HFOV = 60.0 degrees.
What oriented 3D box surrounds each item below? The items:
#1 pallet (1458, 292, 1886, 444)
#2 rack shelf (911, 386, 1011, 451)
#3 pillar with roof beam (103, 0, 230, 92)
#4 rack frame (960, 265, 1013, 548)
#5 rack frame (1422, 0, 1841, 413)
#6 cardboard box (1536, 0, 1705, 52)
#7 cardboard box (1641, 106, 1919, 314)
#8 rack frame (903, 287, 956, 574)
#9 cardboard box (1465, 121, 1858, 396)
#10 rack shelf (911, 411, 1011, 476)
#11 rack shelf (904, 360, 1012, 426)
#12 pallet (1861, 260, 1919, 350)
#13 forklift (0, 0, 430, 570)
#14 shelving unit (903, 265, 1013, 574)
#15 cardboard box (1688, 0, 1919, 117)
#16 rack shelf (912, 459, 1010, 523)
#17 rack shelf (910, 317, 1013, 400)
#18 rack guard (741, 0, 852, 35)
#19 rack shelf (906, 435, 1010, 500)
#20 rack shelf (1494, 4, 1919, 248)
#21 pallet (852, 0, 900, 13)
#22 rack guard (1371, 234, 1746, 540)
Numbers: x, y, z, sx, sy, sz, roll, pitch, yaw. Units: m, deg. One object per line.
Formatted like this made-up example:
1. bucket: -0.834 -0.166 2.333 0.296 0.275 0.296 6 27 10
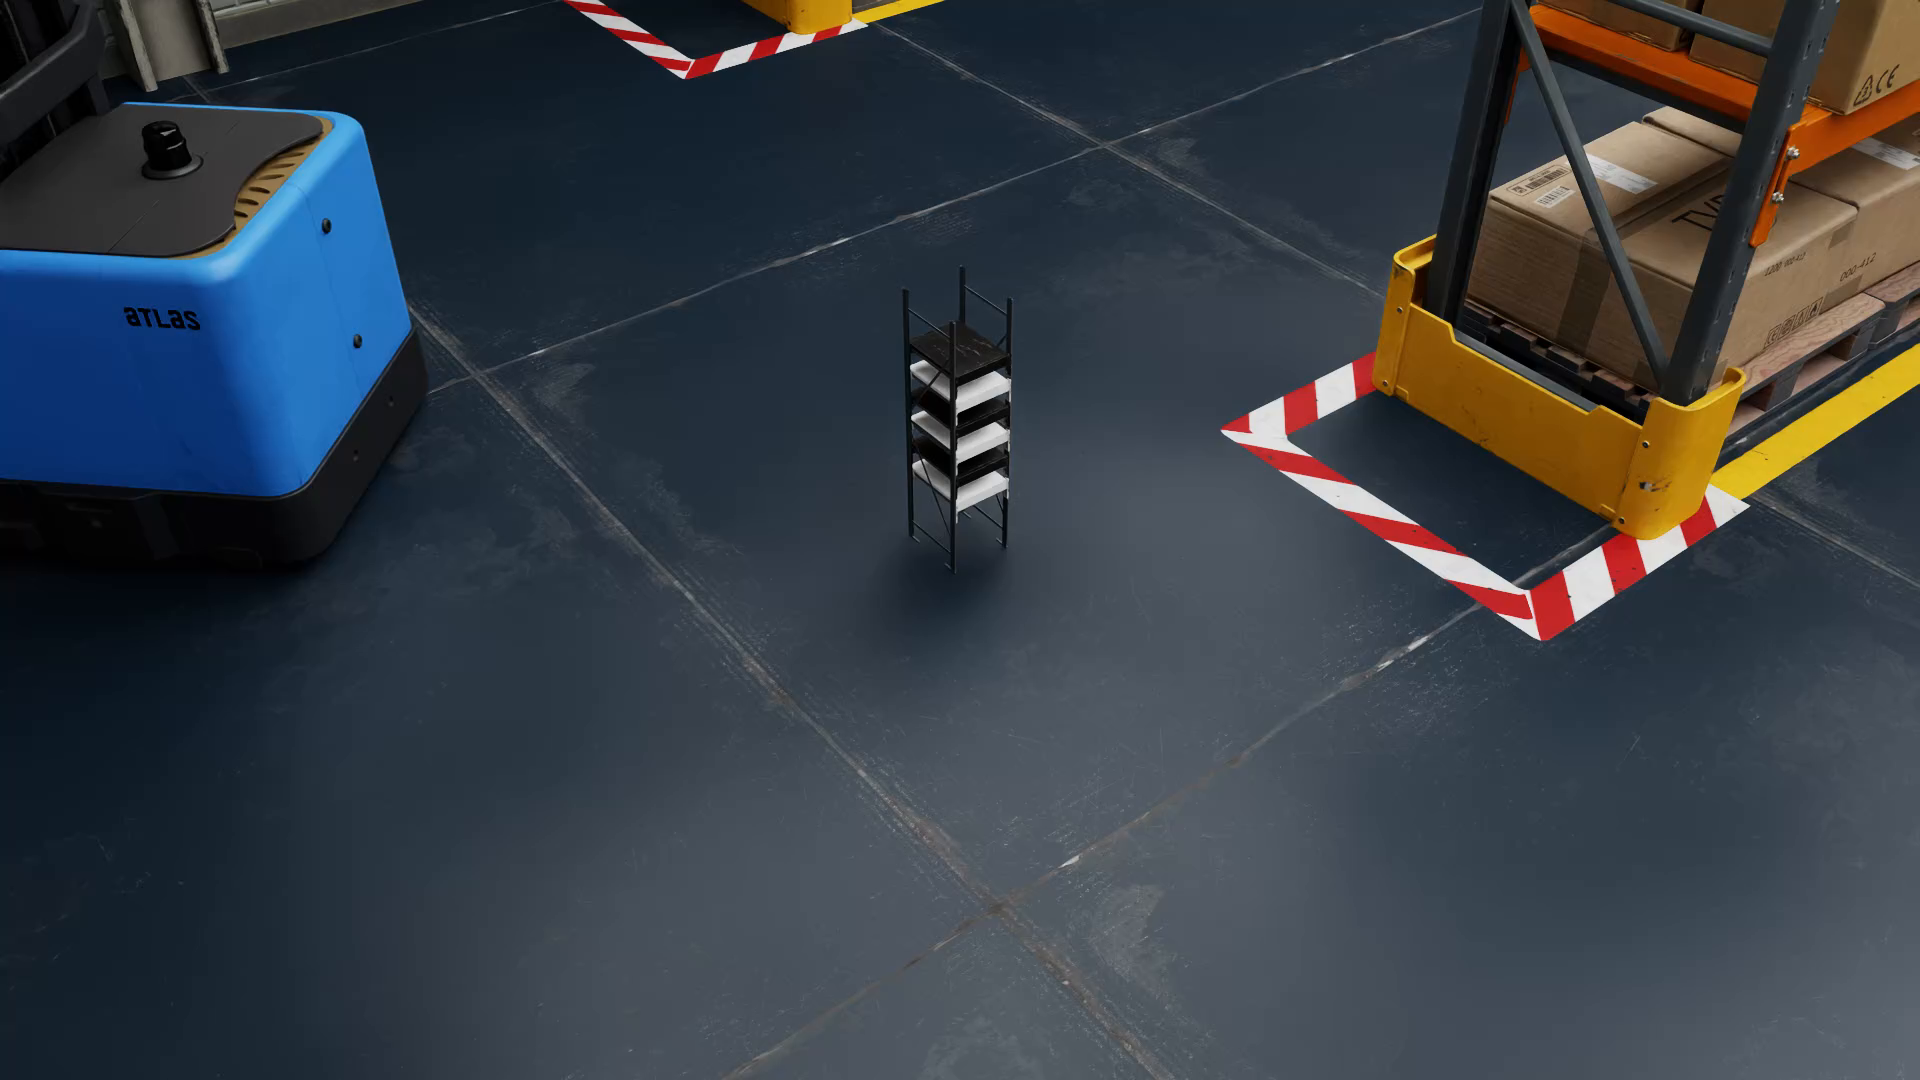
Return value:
1. pallet: 2.538 -0.781 6.036 1.213 0.211 1.003 -26 46 -28
2. rack shelf: -0.006 -0.389 4.925 0.200 0.077 0.258 -26 46 -28
3. pillar with roof beam: -1.139 -3.572 2.509 0.400 9.000 9.100 -26 46 -28
4. rack frame: 0.074 -0.384 5.009 0.006 0.900 0.240 -26 46 -28
5. rack frame: 1.952 -1.511 4.727 0.127 3.000 1.000 -26 46 -28
6. cardboard box: 2.173 -1.869 5.085 0.500 0.500 0.500 -26 46 -28
7. cardboard box: 3.135 -1.346 6.215 0.875 0.438 0.875 -25 45 -27
8. rack frame: -0.087 -0.305 4.913 0.006 0.900 0.240 -26 46 -28
9. cardboard box: 2.415 -0.988 5.779 0.875 0.438 0.875 -28 47 -29
10. rack shelf: -0.006 -0.319 4.982 0.200 0.077 0.258 -26 46 -28
11. rack shelf: -0.006 -0.458 4.868 0.200 0.077 0.258 -26 46 -28
12. pallet: 3.505 -1.250 6.608 1.213 0.211 1.003 -26 46 -28
13. forklift: -3.396 -1.439 4.693 3.031 2.935 1.130 4 40 5
14. shelving unit: -0.006 -0.345 4.961 0.210 0.900 0.258 -26 46 -28
15. cardboard box: 2.508 -1.591 4.745 0.500 0.500 0.500 -26 46 -28
16. rack shelf: -0.006 -0.180 5.096 0.200 0.077 0.258 -26 46 -28
17. rack shelf: -0.006 -0.528 4.811 0.200 0.077 0.258 -26 46 -28
18. rack guard: -1.015 -3.069 8.597 0.348 0.500 1.175 -26 46 -28
19. rack shelf: -0.006 -0.249 5.039 0.200 0.077 0.258 -26 46 -28
20. rack shelf: 3.538 -2.006 5.897 4.000 0.370 1.077 -26 46 -28
21. pallet: -0.384 -3.266 9.065 1.213 0.211 1.003 -26 46 -28
22. rack guard: 1.933 -0.535 5.509 0.348 0.500 1.175 -26 46 -28
